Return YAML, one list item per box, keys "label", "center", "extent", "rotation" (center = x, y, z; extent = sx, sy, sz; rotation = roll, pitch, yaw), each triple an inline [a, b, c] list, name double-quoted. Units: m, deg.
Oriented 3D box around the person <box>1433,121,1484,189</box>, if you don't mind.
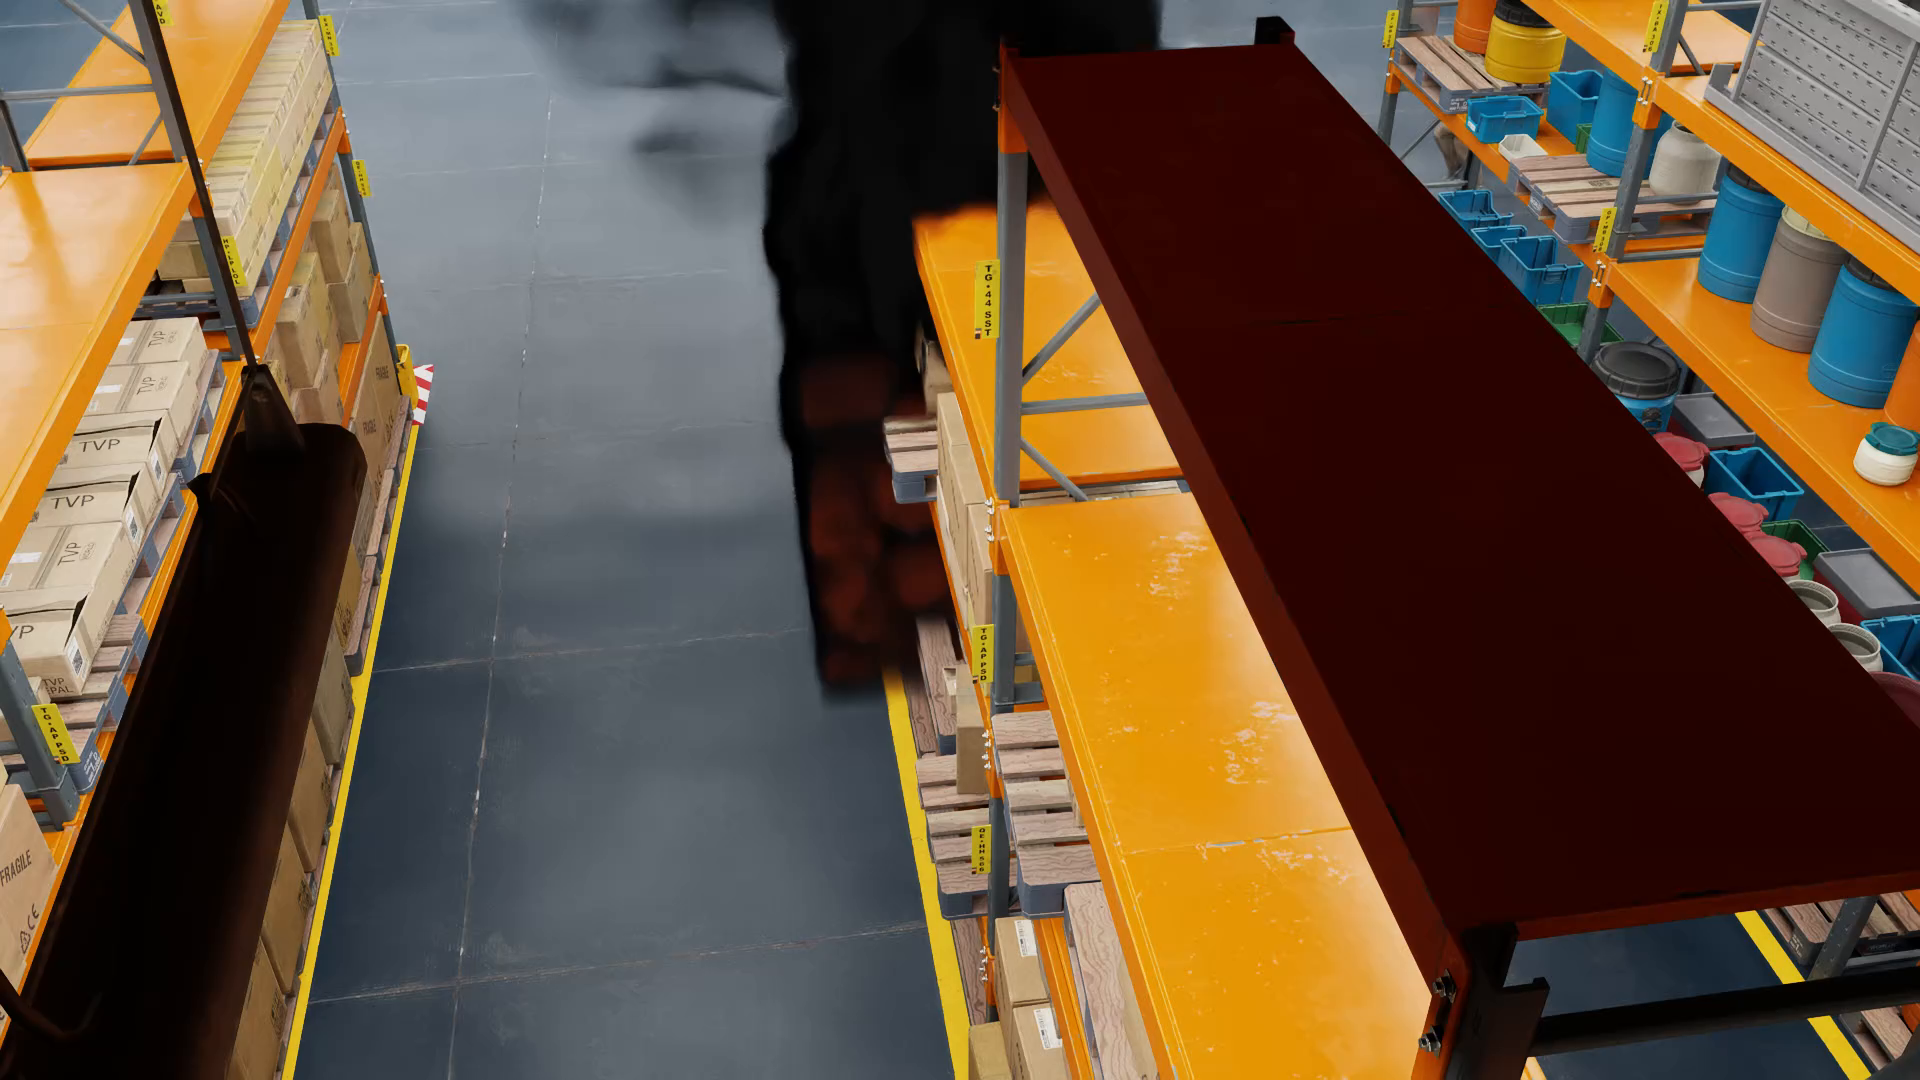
- label: "person"
  center: [5.575, -4.705, 18.430]
  extent: [0.711, 1.760, 0.639]
  rotation: [9, 37, 12]
